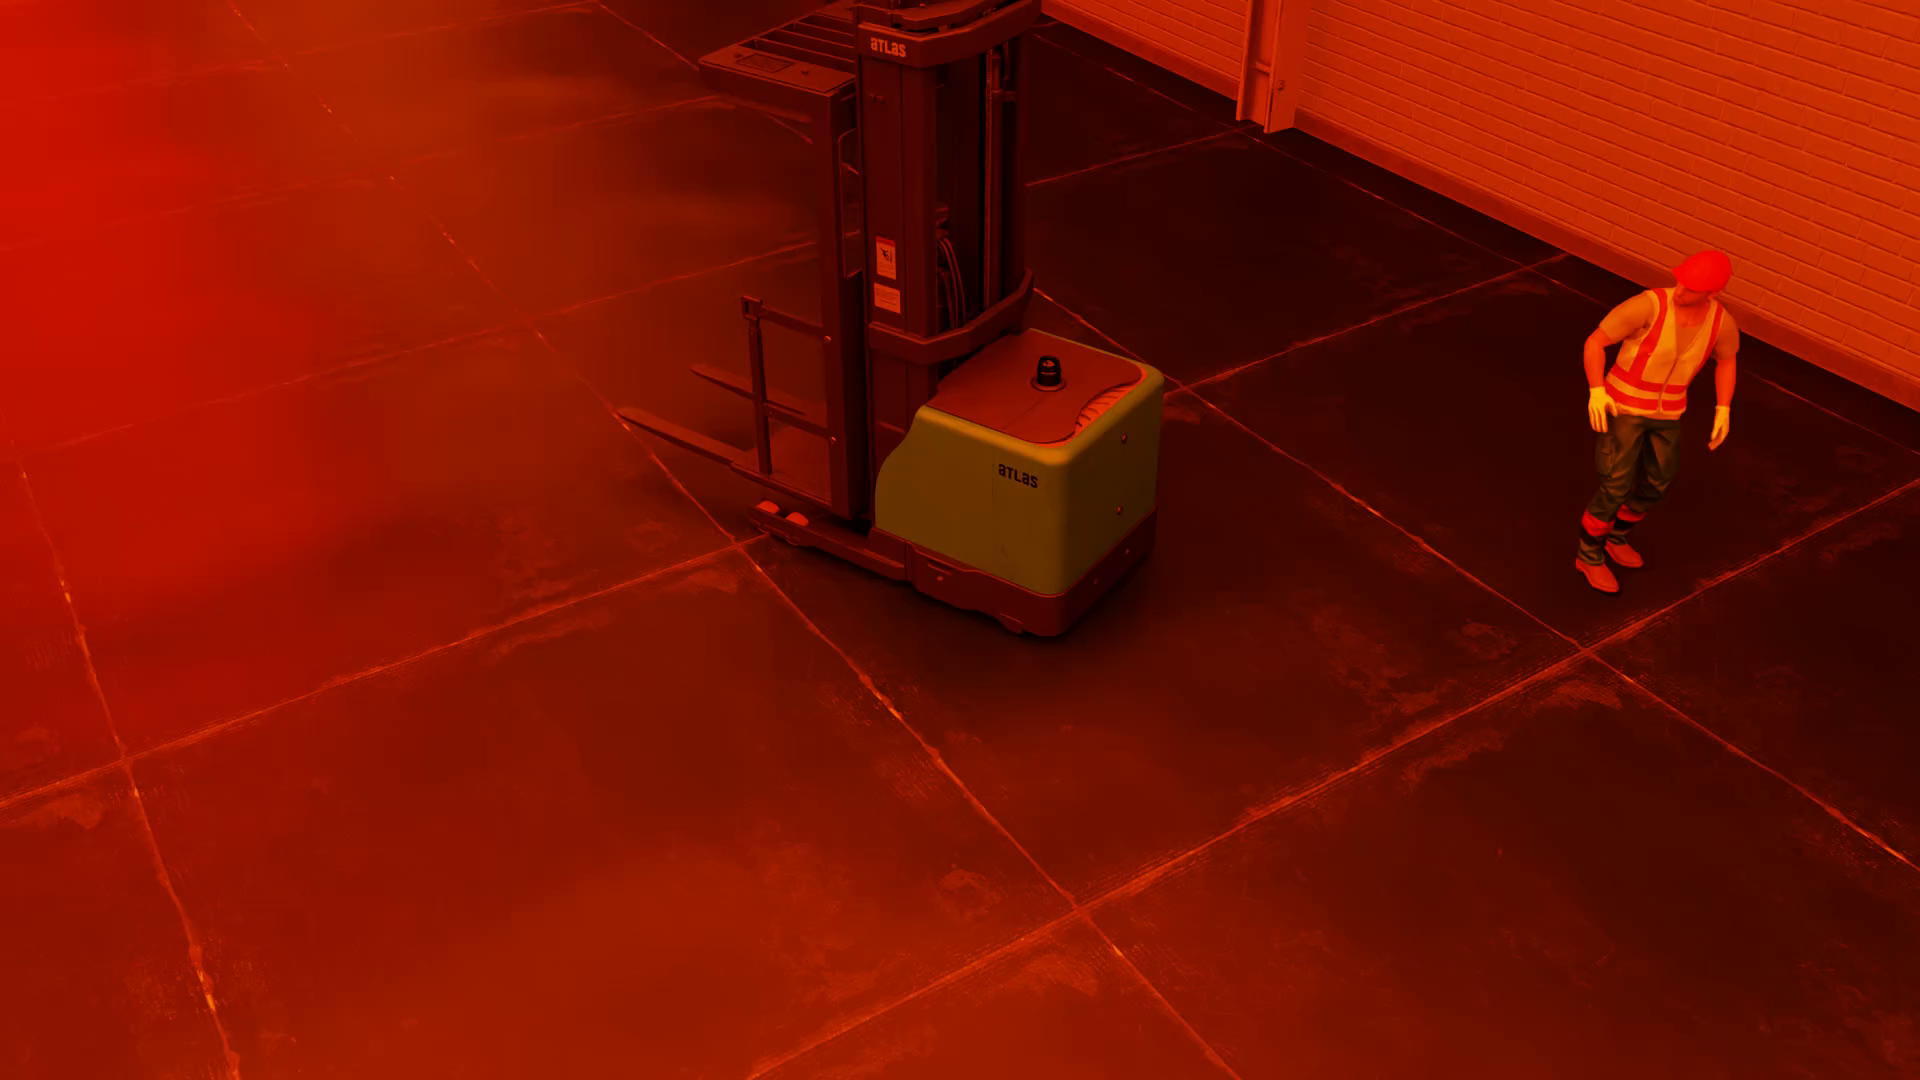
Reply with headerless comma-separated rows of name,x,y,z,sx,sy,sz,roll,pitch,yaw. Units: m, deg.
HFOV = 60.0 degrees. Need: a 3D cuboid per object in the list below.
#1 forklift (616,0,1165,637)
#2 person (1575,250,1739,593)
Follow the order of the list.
forklift,-0.500,-1.399,8.138,3.031,2.935,1.130,22,41,28
person,3.360,-0.586,8.008,0.745,1.754,0.506,-5,35,-7
